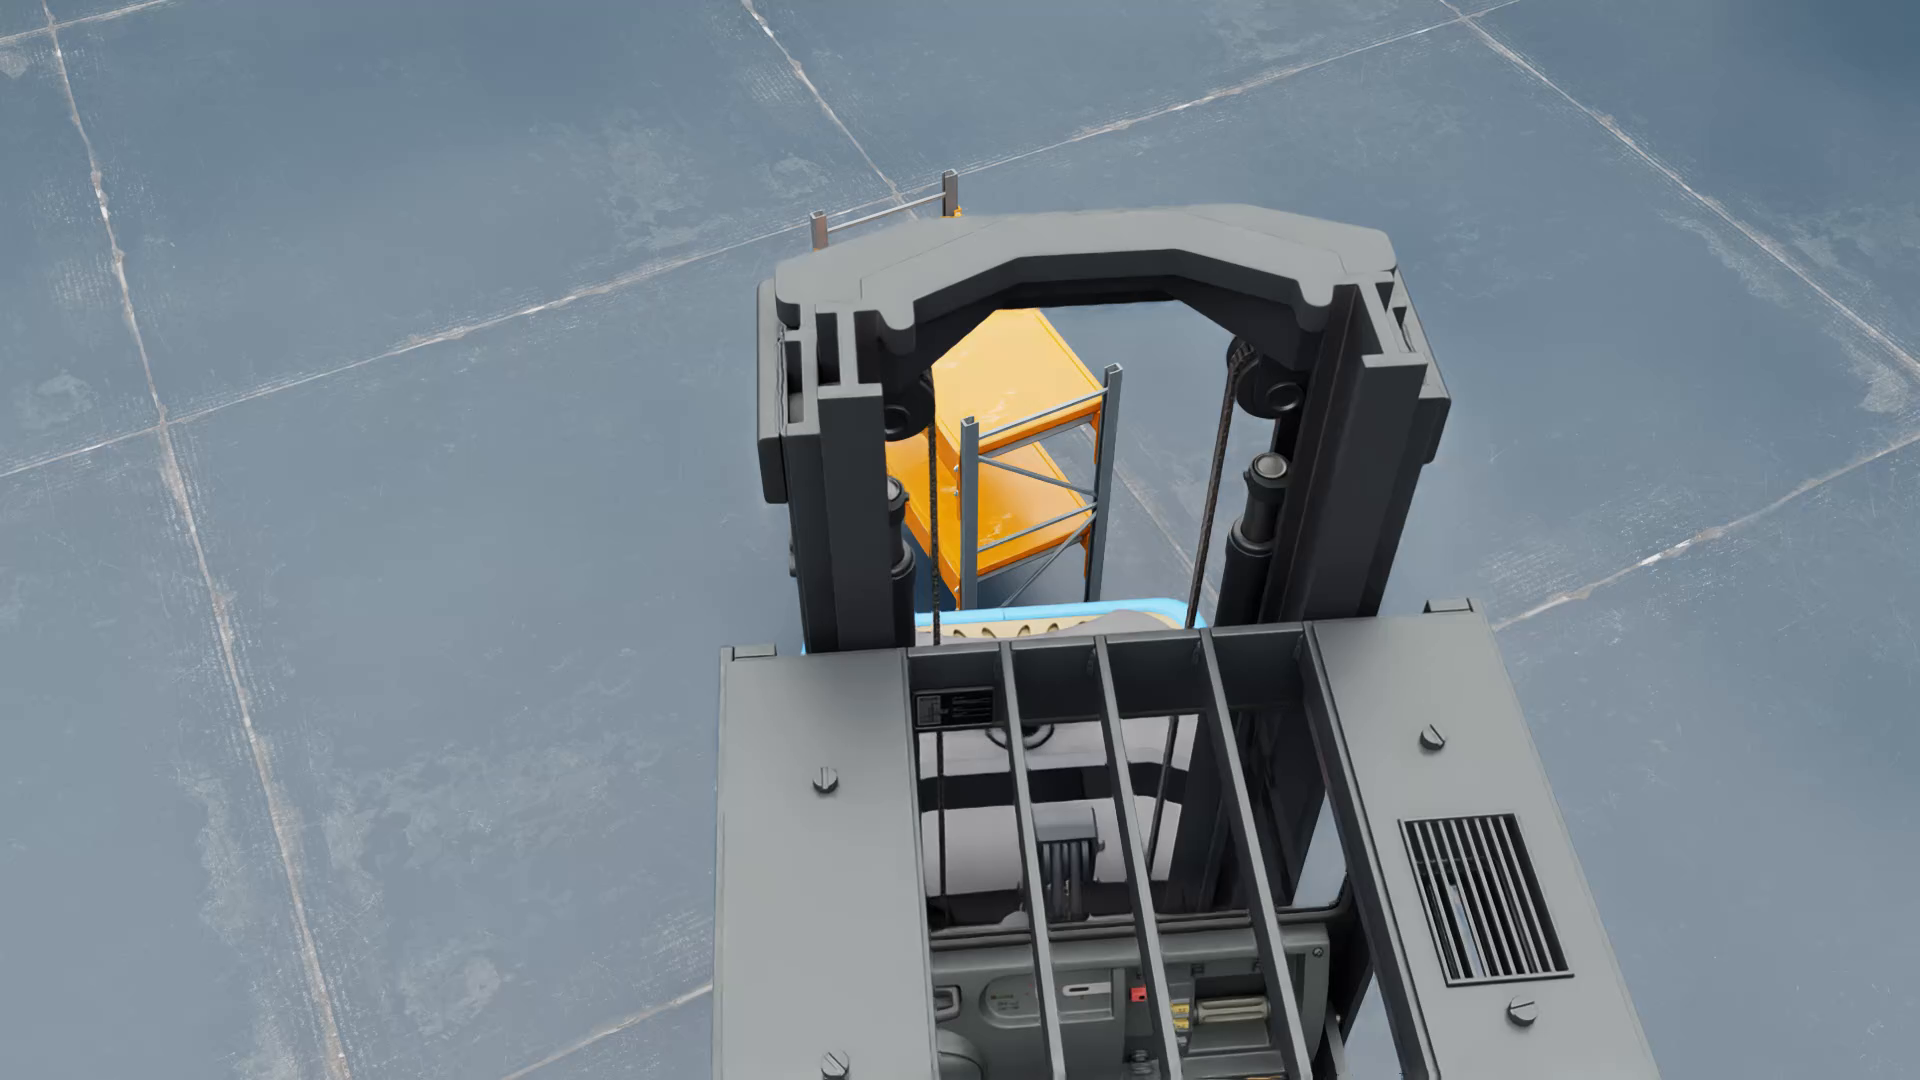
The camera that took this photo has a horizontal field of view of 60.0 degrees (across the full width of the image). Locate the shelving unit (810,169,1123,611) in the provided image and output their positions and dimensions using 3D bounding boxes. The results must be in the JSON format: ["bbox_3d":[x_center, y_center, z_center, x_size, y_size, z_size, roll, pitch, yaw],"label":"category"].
[{"bbox_3d":[-0.003,-0.375,5.331,0.538,1.125,1.048,-21,52,-18],"label":"shelving unit"}]

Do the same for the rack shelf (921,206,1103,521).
[{"bbox_3d":[-0.003,-0.568,5.110,0.538,0.278,1.000,-21,52,-18],"label":"rack shelf"}]

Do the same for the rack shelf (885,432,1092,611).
[{"bbox_3d":[-0.003,-0.214,5.515,0.538,0.278,1.000,-21,52,-18],"label":"rack shelf"}]

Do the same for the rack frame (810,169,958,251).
[{"bbox_3d":[-0.236,-0.715,5.628,0.500,1.125,0.032,-21,52,-18],"label":"rack frame"}]

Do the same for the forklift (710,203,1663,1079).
[{"bbox_3d":[0.230,1.020,2.911,1.130,2.935,3.031,-4,49,-3],"label":"forklift"}]

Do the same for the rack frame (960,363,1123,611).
[{"bbox_3d":[0.230,-0.035,5.033,0.500,1.125,0.032,-21,52,-18],"label":"rack frame"}]
